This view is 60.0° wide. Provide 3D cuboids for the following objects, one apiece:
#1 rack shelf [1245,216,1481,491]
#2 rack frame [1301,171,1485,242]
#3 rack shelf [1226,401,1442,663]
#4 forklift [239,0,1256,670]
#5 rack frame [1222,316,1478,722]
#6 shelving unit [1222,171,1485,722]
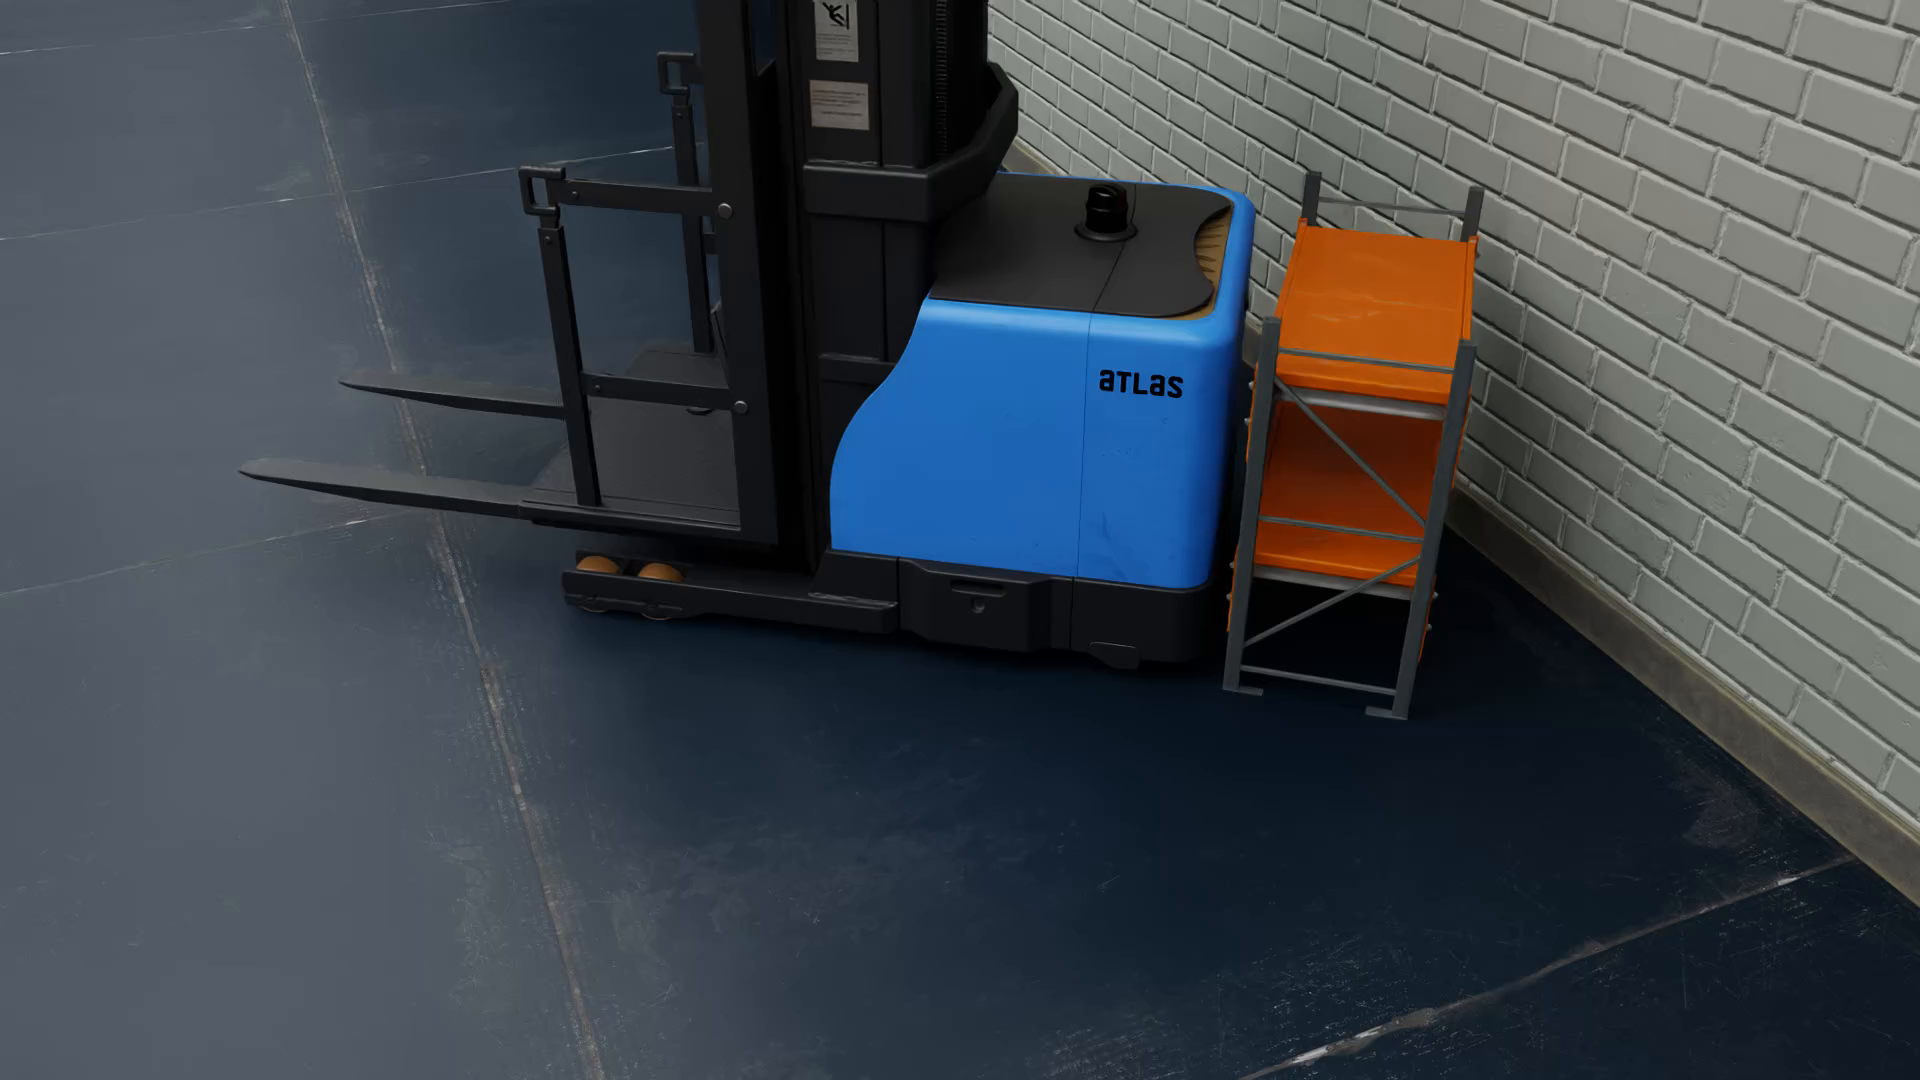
[{"bbox_3d":[1.110,-0.538,4.508,0.538,0.278,1.000,9,34,13],"label":"rack shelf"},{"bbox_3d":[1.247,-0.559,5.078,0.500,1.125,0.032,9,34,13],"label":"rack frame"},{"bbox_3d":[1.110,-0.087,4.801,0.538,0.278,1.000,9,34,13],"label":"rack shelf"},{"bbox_3d":[-0.697,-1.266,4.508,3.031,2.935,1.130,7,34,10],"label":"forklift"},{"bbox_3d":[0.972,-0.026,4.258,0.500,1.125,0.032,9,34,13],"label":"rack frame"},{"bbox_3d":[1.110,-0.292,4.668,0.538,1.125,1.048,9,34,13],"label":"shelving unit"}]
